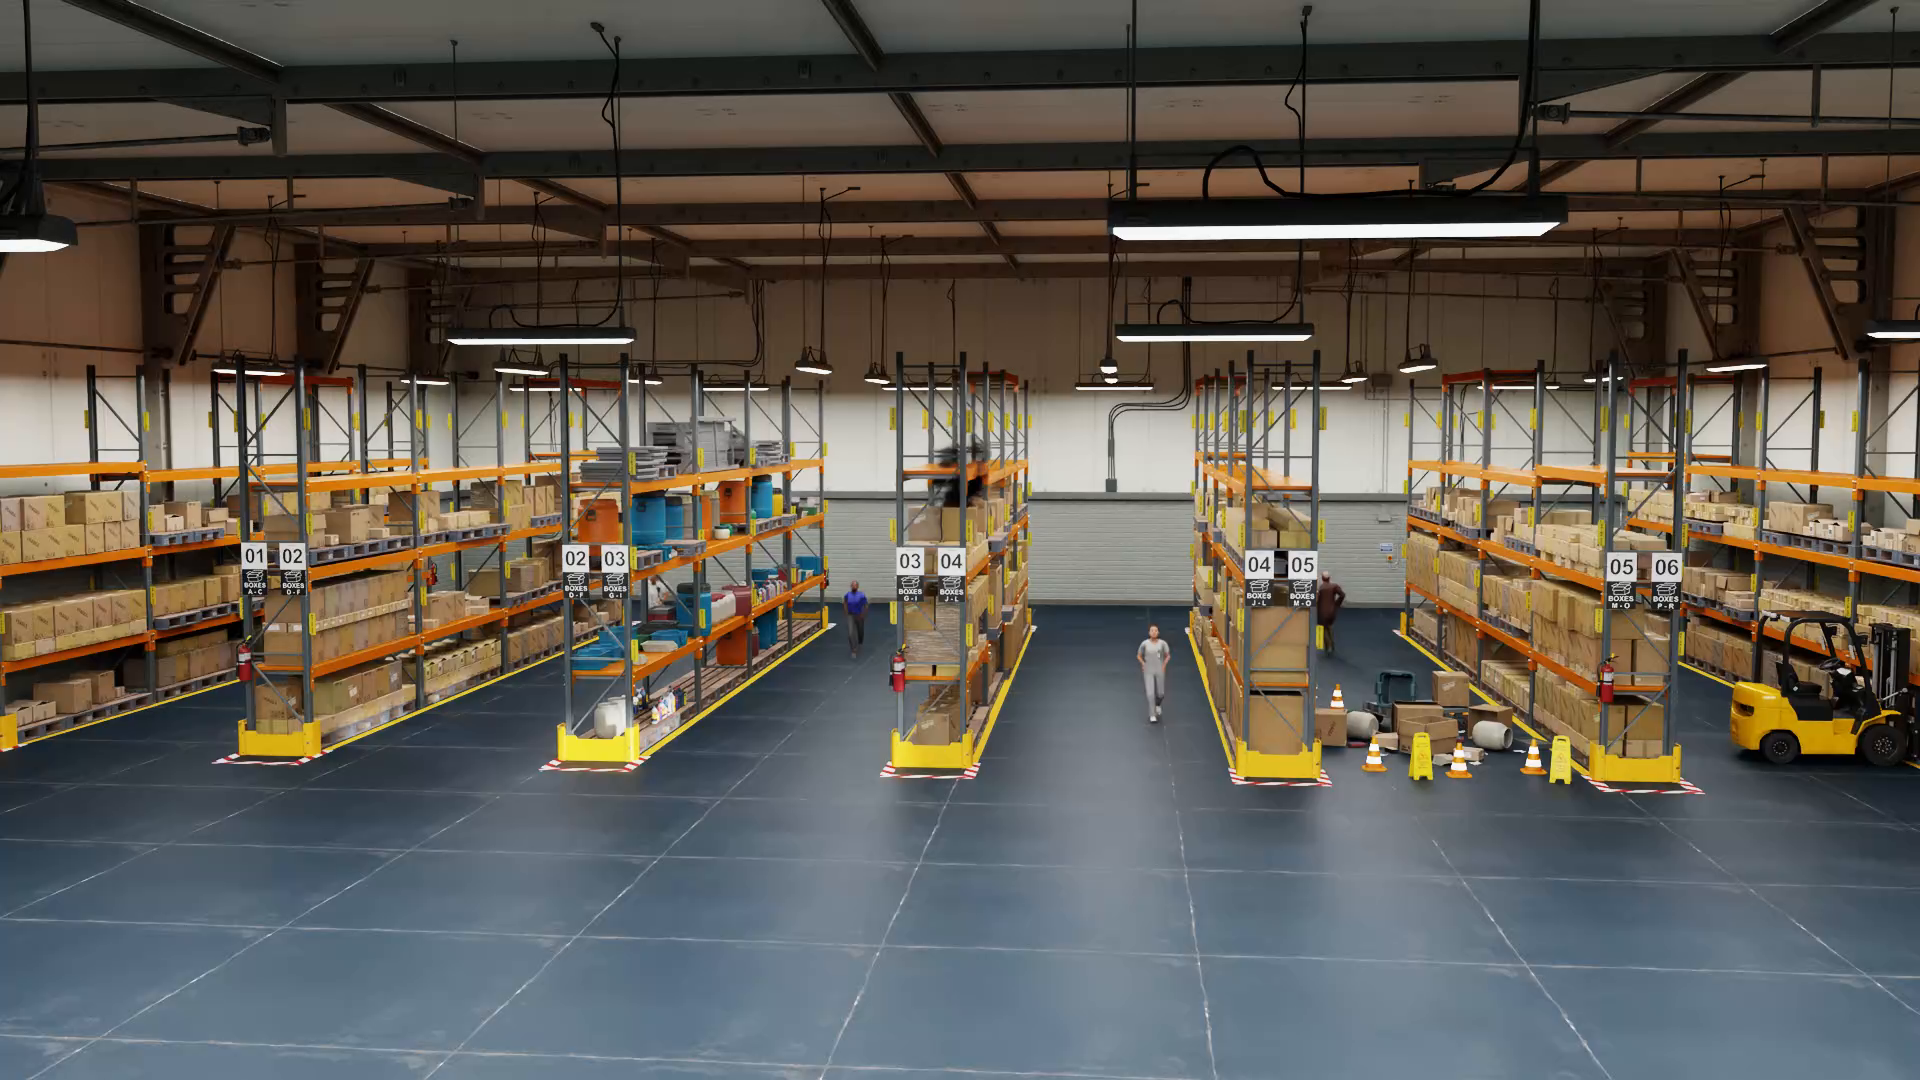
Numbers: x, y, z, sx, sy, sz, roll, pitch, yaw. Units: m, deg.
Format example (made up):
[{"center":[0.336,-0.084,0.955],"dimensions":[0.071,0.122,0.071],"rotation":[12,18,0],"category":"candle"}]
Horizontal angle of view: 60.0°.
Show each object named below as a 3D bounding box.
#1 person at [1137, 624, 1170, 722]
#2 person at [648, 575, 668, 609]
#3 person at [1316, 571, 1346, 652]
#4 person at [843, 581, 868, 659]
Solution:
[{"center":[3.236,2.218,27.812],"dimensions":[0.561,1.610,0.588],"rotation":[0,4,4],"category":"person"},{"center":[-6.918,1.522,37.754],"dimensions":[0.607,1.639,0.938],"rotation":[0,4,5],"category":"person"},{"center":[7.944,1.564,36.069],"dimensions":[0.680,1.777,0.745],"rotation":[-1,4,-7],"category":"person"},{"center":[-2.241,1.693,35.622],"dimensions":[0.558,1.649,0.926],"rotation":[0,4,0],"category":"person"}]
